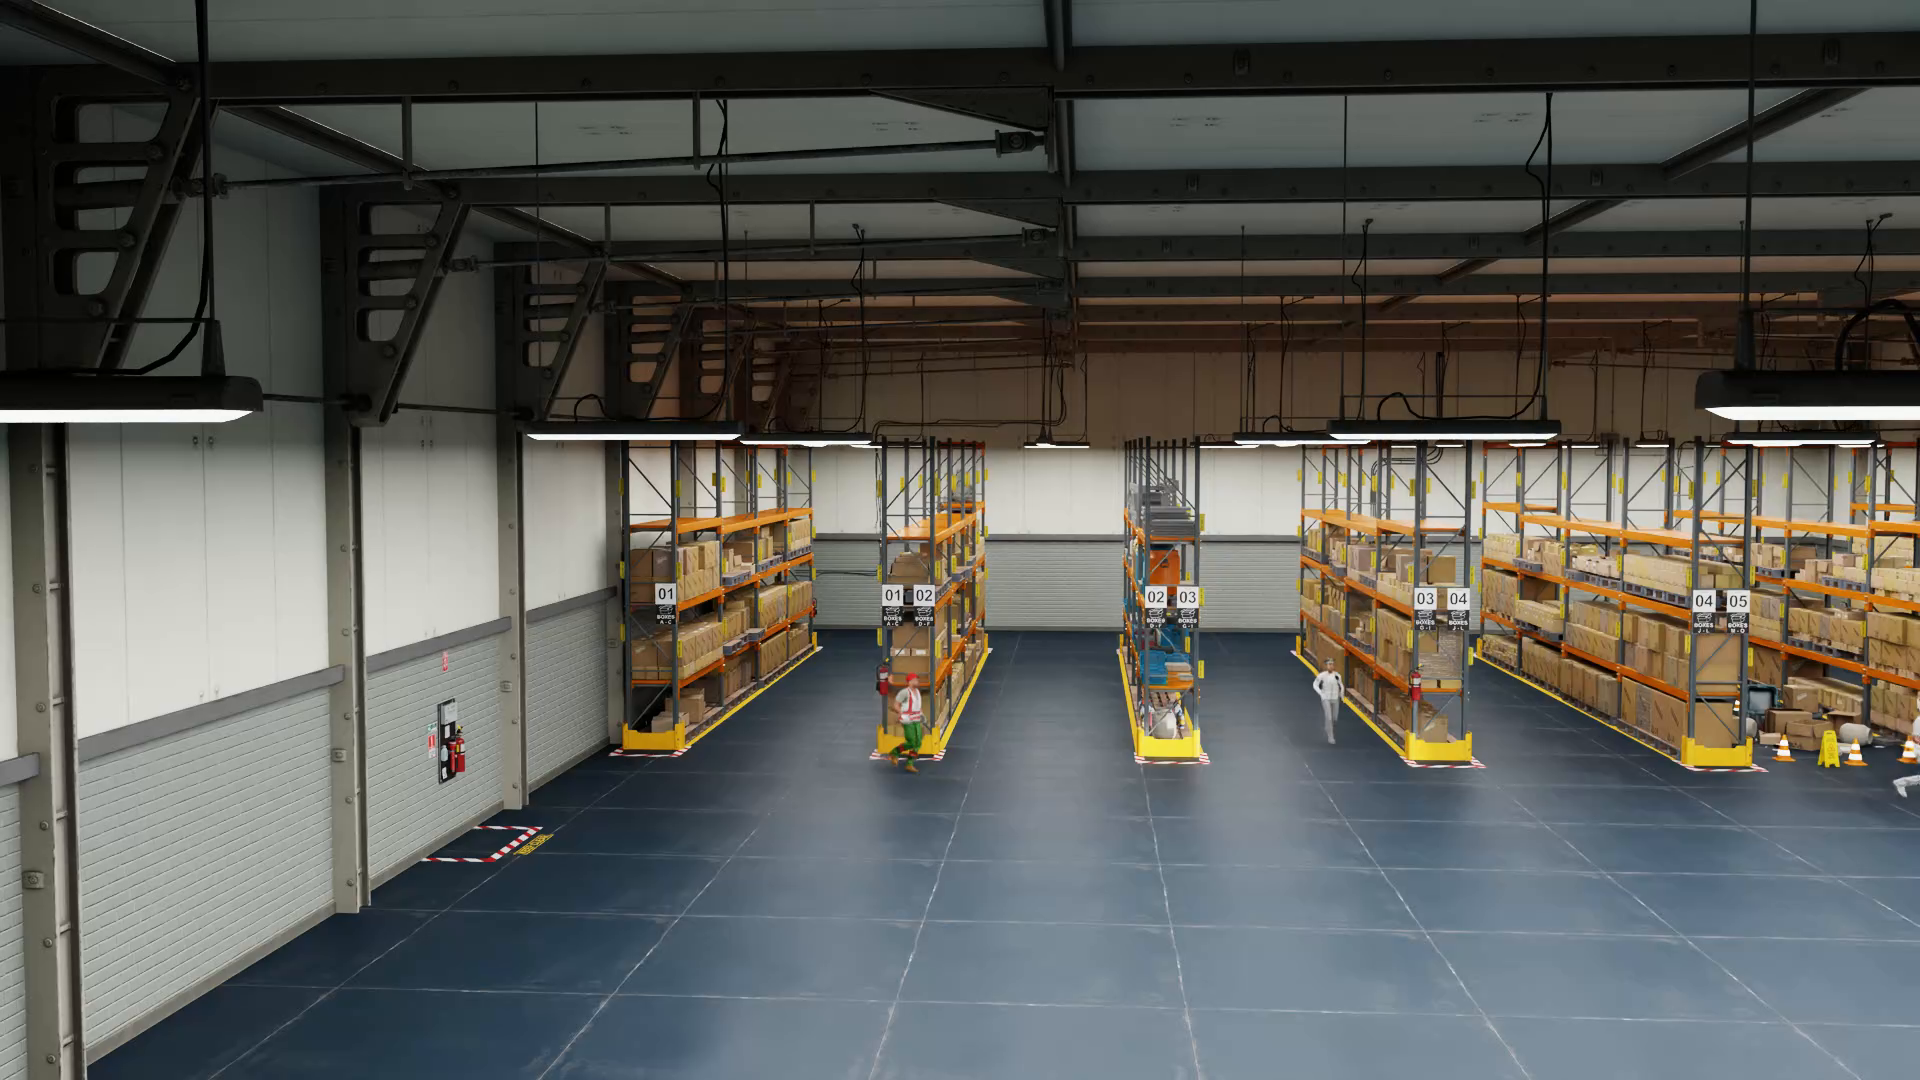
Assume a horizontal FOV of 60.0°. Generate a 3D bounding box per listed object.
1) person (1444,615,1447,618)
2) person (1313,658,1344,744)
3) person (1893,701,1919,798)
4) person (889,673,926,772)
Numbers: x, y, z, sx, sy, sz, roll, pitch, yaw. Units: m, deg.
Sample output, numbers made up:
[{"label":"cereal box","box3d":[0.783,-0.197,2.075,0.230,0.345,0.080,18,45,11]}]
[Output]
[{"label":"person","box3d":[13.017,2.479,43.692,0.670,1.781,0.998,0,3,3]},{"label":"person","box3d":[7.271,3.148,32.839,0.592,1.673,0.677,0,3,-3]},{"label":"person","box3d":[15.415,3.426,26.585,0.822,1.757,0.667,3,4,42]},{"label":"person","box3d":[-0.909,3.264,29.883,0.596,1.757,0.689,2,4,36]}]
